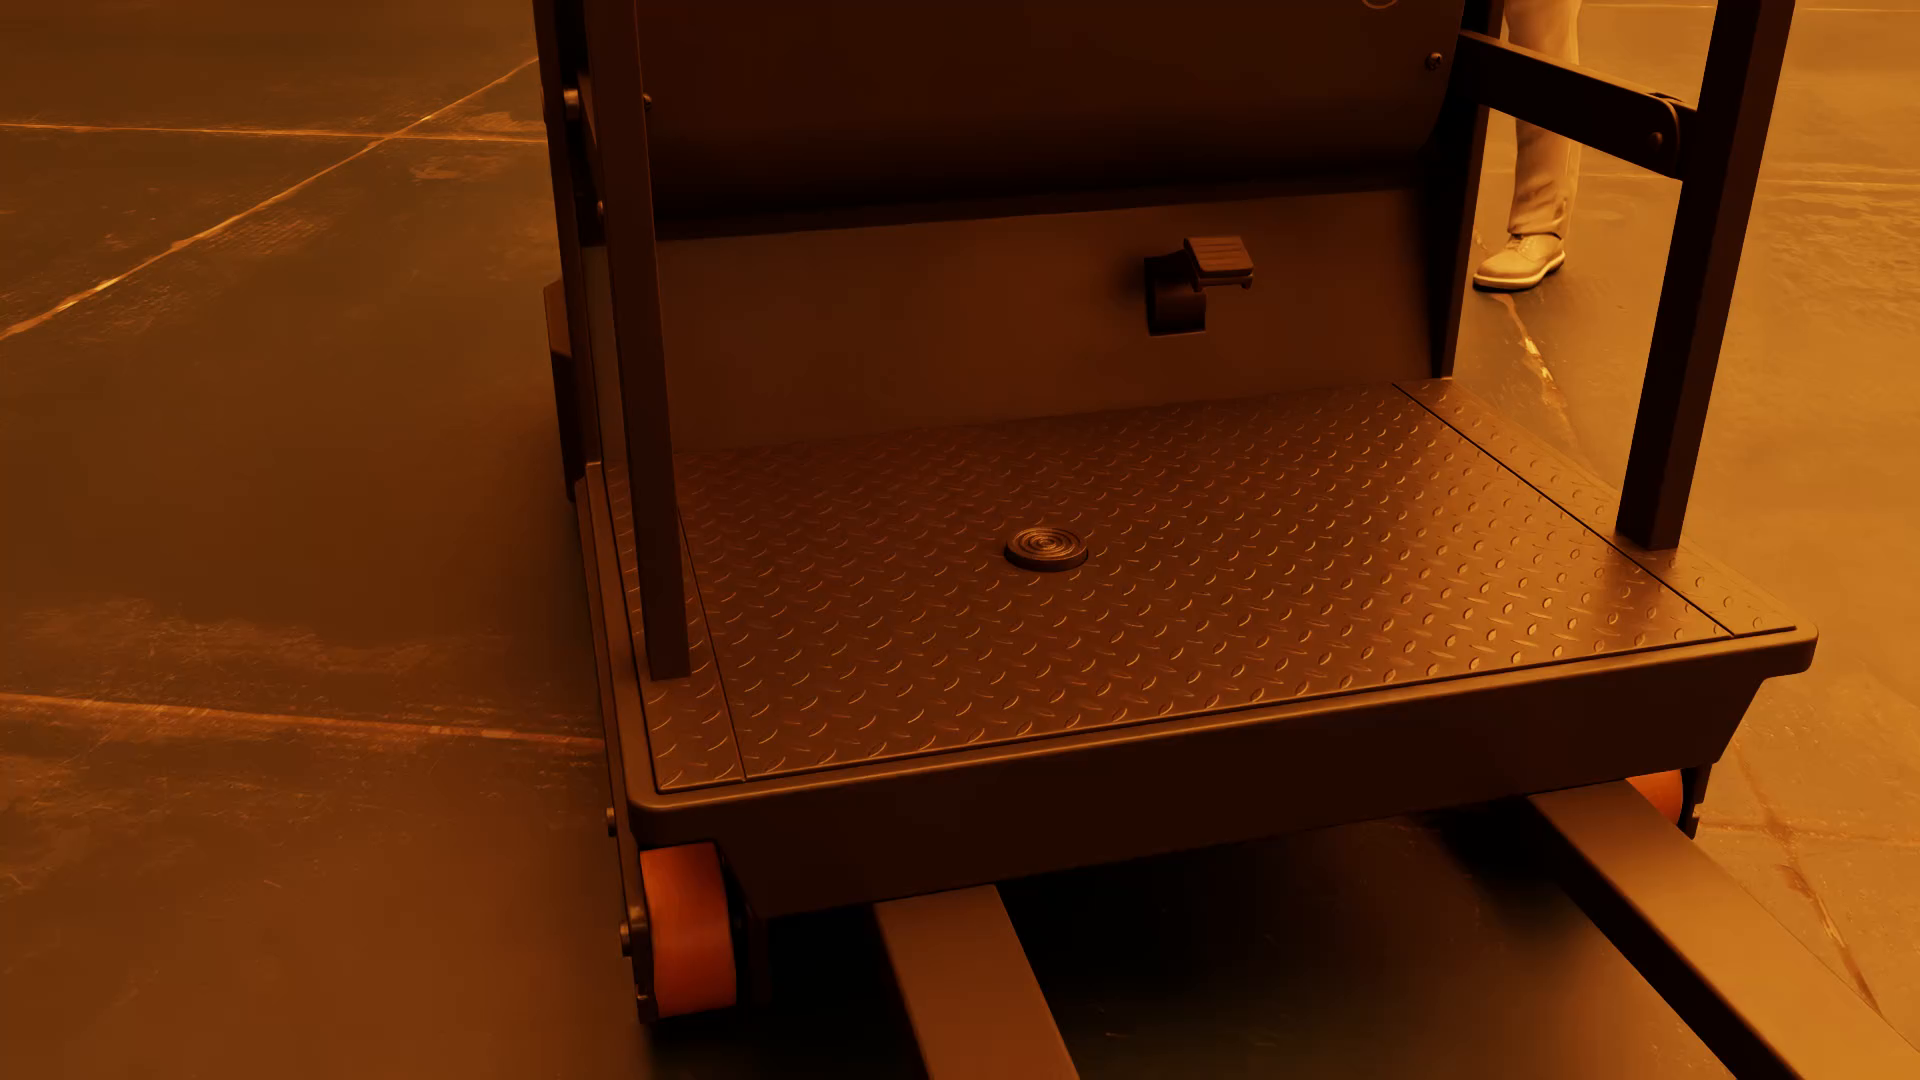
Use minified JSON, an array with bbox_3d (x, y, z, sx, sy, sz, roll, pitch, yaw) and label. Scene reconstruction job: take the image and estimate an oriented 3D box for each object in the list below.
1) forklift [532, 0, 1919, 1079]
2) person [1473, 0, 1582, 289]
[{"bbox_3d":[0.153,-1.049,1.319,1.130,2.935,3.031,-7,27,-13],"label":"forklift"},{"bbox_3d":[1.137,-1.406,3.468,0.423,1.667,0.591,-15,30,-28],"label":"person"}]
